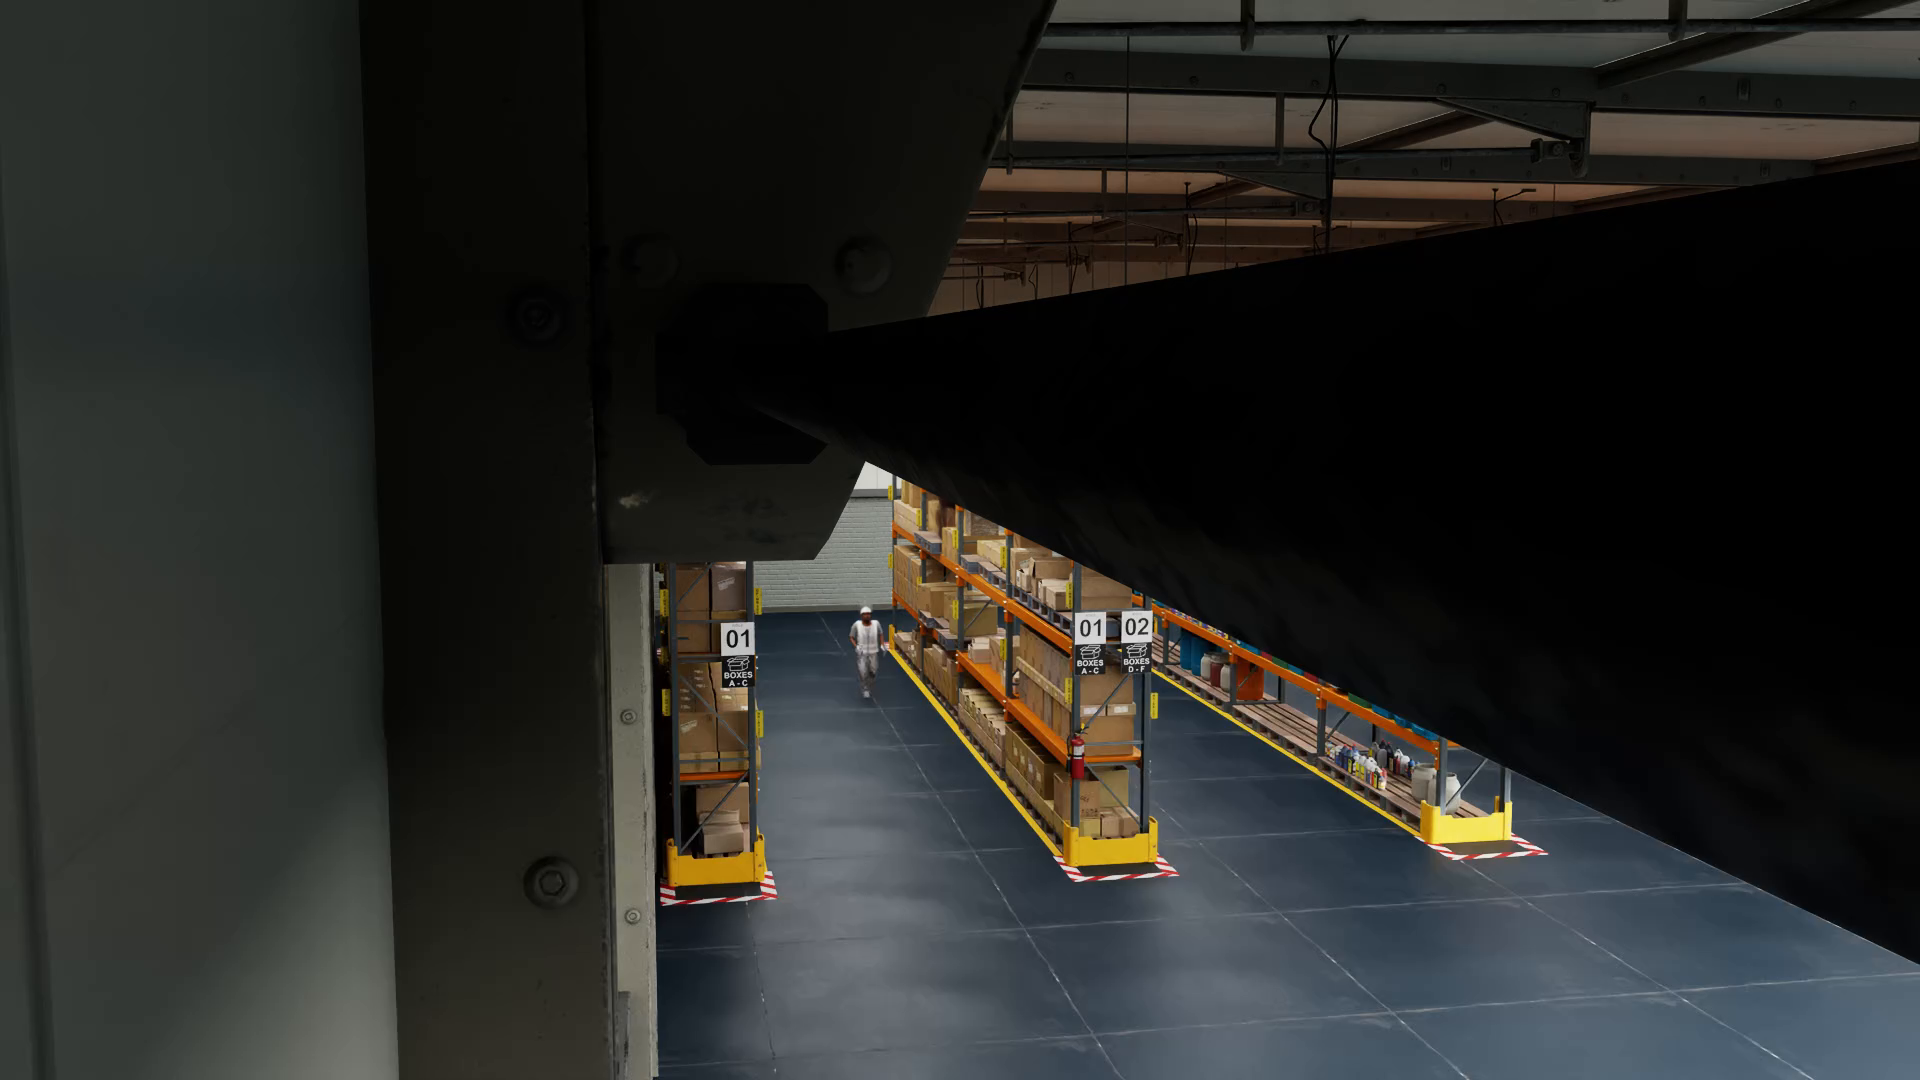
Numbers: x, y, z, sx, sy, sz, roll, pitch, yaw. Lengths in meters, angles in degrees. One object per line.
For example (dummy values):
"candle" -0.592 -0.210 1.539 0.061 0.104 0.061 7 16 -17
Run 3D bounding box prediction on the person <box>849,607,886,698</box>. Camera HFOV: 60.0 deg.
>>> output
"person" -1.735 2.104 31.199 0.679 1.724 0.646 -1 6 -10
